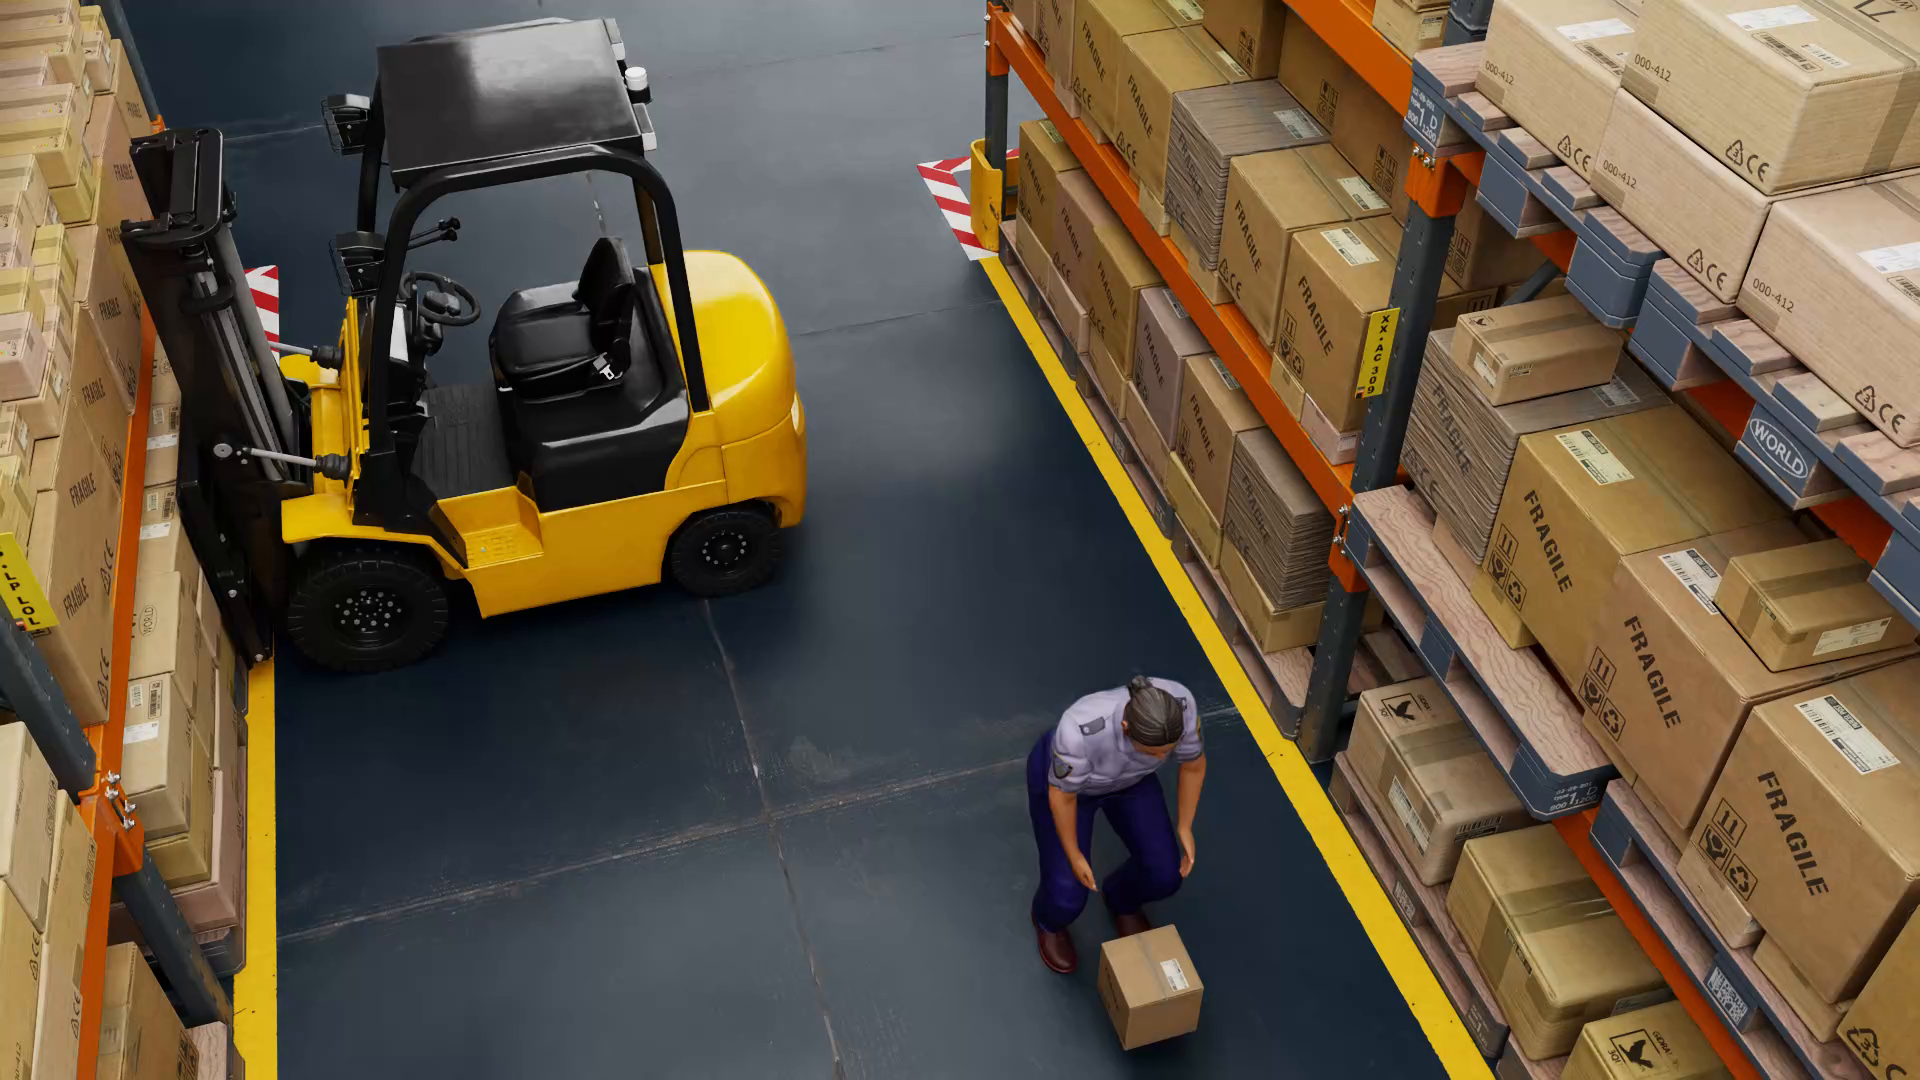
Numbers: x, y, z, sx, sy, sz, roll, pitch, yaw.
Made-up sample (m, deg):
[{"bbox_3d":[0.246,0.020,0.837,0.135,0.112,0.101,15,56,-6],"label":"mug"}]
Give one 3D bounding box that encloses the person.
[{"bbox_3d":[0.502,0.856,5.397,0.528,1.446,0.594,-12,44,-12],"label":"person"}]
